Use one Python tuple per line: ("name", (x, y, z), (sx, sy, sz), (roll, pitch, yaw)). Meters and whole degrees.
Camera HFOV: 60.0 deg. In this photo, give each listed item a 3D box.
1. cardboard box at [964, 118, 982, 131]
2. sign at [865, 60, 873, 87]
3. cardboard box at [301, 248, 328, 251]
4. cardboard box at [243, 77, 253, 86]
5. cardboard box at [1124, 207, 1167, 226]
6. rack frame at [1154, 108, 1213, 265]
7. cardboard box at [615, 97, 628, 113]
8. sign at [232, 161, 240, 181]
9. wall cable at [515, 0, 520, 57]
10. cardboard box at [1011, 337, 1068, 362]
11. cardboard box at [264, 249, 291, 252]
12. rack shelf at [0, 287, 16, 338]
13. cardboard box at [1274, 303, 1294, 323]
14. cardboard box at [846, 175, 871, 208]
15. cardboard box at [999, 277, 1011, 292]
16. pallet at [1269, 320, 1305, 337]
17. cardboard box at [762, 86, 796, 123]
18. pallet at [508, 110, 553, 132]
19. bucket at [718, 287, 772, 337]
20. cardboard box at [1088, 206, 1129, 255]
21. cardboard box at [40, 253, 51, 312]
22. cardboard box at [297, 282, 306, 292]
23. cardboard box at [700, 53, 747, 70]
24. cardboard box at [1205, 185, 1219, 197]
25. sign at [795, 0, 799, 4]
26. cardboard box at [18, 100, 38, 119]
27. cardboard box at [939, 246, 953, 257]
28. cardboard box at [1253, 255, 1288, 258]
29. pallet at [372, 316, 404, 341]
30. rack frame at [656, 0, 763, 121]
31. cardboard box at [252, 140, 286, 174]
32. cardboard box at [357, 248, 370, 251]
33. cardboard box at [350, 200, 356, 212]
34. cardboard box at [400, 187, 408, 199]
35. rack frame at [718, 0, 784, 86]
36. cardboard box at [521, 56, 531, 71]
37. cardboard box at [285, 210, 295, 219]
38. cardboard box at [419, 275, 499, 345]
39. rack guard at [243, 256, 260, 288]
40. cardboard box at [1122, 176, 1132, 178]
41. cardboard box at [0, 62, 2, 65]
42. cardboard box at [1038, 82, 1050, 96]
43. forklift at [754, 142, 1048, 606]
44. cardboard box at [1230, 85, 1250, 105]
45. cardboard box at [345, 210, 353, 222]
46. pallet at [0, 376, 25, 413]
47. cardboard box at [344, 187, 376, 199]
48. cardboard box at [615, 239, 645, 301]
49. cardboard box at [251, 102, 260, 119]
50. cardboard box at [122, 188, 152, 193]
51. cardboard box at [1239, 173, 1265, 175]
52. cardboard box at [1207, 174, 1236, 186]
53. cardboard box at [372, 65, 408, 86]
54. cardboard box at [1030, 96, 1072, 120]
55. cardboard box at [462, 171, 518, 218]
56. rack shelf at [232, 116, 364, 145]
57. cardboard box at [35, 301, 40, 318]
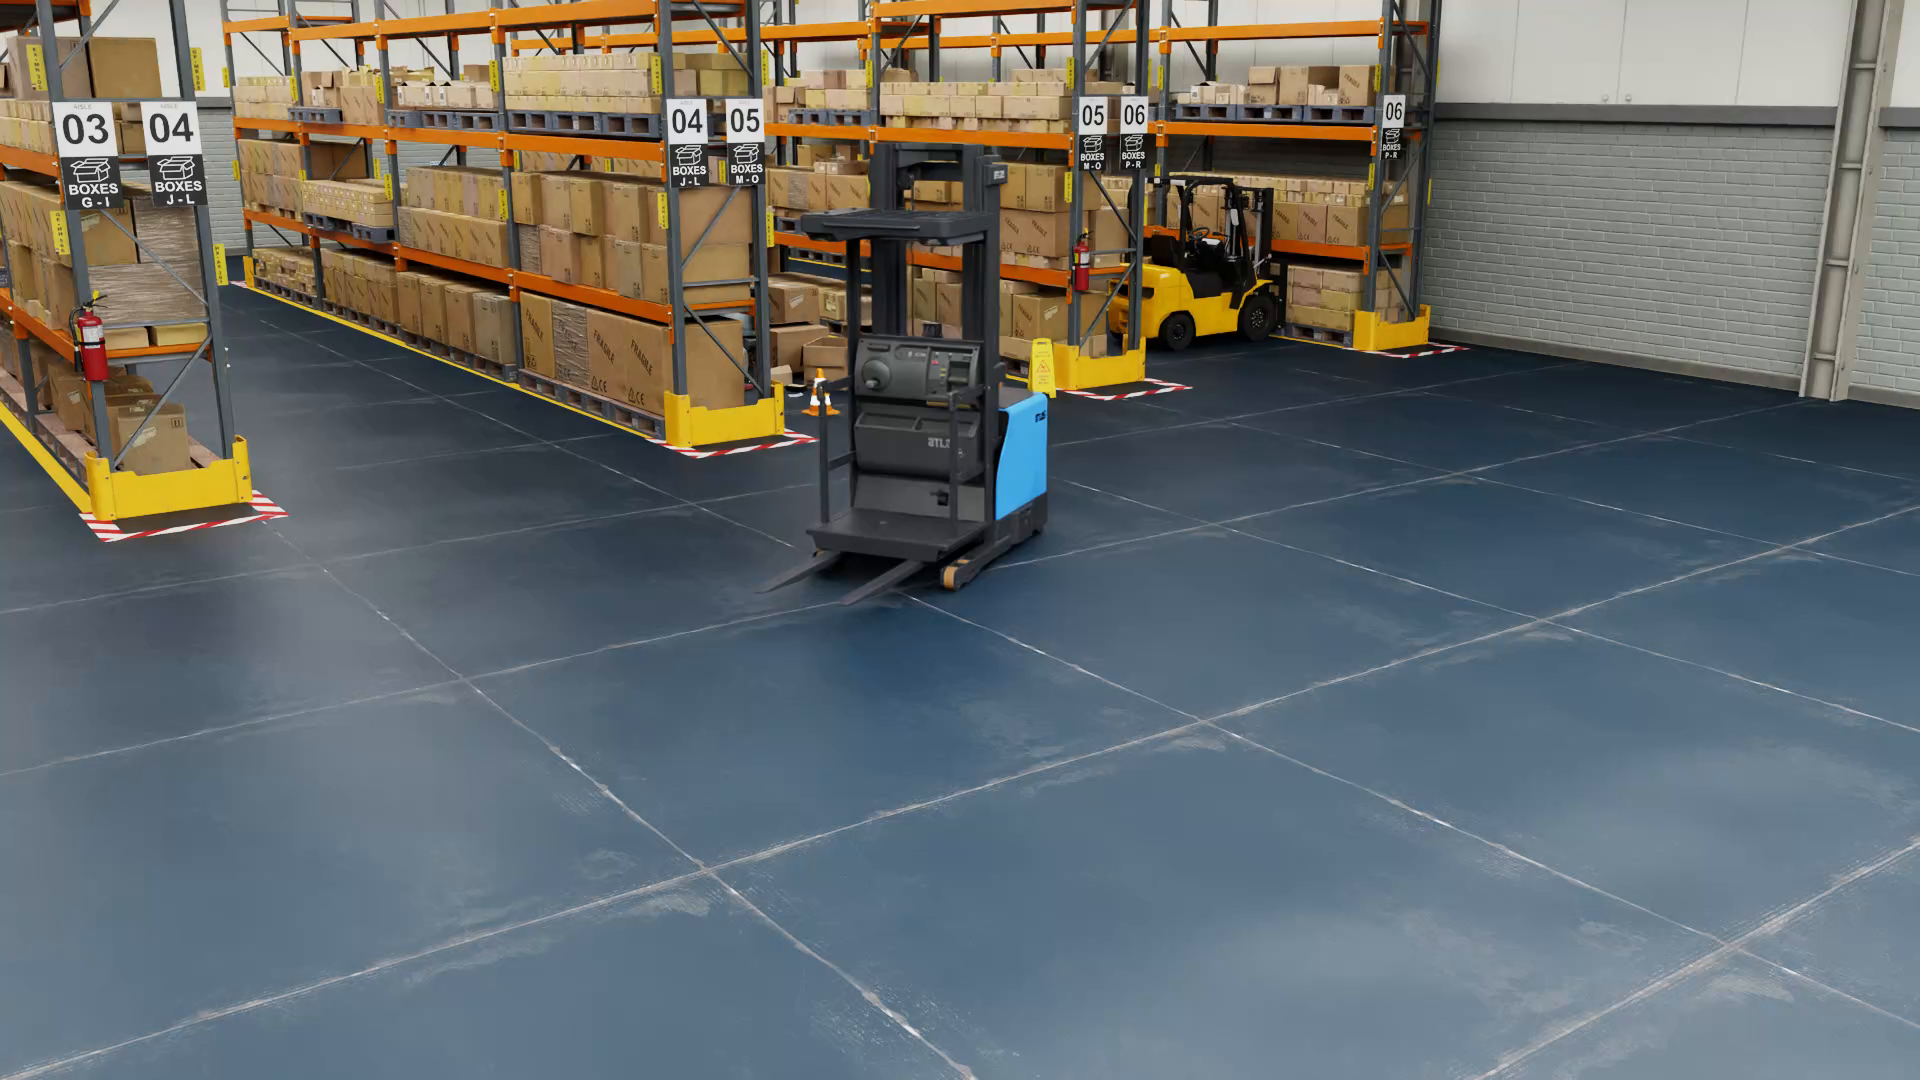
("cardboard box", (0.275, -4.919, 19.661), (0.380, 0.149, 0.250), (-11, 19, -35))
("sign", (-1.149, -5.893, 21.018), (0.100, 0.325, 0.005), (-11, 19, -35))
("cardboard box", (-10.830, -4.809, 27.942), (0.380, 0.149, 0.250), (-11, 19, -36))
("cardboard box", (-11.318, -7.391, 26.799), (0.380, 0.149, 0.250), (-11, 19, -34))
("cardboard box", (2.803, -4.860, 24.934), (0.500, 0.250, 0.500), (-10, 18, -33))
("rack frame", (3.311, -4.865, 24.670), (1.000, 3.000, 0.127), (-11, 19, -35))
("cardboard box", (-3.063, -4.153, 15.878), (0.380, 0.149, 0.250), (-11, 19, -34))
("sign", (-12.141, -6.200, 27.906), (0.100, 0.325, 0.005), (-11, 19, -35))
("wall cable", (-8.445, -11.279, 36.670), (2.988, 3.039, 0.133), (-11, 19, -35))
("cardboard box", (0.943, -2.252, 19.535), (0.500, 0.250, 0.500), (-11, 19, -35))
("cardboard box", (-11.410, -4.776, 27.822), (0.380, 0.149, 0.250), (-10, 18, -34))
("rack shelf", (-9.894, -2.636, 17.887), (1.077, 0.370, 4.000), (-11, 19, -35))
("cardboard box", (4.559, -3.154, 22.833), (0.500, 0.250, 0.500), (-11, 19, -34))
("cardboard box", (-1.159, -4.551, 21.974), (0.500, 0.500, 0.500), (-11, 19, -36))
("cardboard box", (0.552, -3.043, 19.777), (0.380, 0.149, 0.250), (-10, 18, -34))
("pallet", (4.466, -3.083, 23.441), (1.003, 0.211, 1.213), (-11, 19, -35))
("cardboard box", (-2.505, -6.239, 23.818), (0.700, 0.500, 0.500), (-11, 19, -35))
("pallet", (-4.174, -4.532, 17.937), (1.003, 0.211, 1.213), (-11, 19, -35))
("bucket", (-2.702, -2.787, 20.398), (0.726, 0.611, 0.620), (-4, 6, -15))
("cardboard box", (1.596, -3.576, 19.205), (0.500, 0.500, 0.500), (-11, 19, -35))
("cardboard box", (-7.318, -2.217, 14.240), (0.875, 0.500, 0.500), (-11, 19, -35))
("cardboard box", (-10.149, -3.985, 26.060), (0.380, 0.149, 0.250), (-12, 19, -36))
("cardboard box", (-2.234, -4.531, 15.749), (0.380, 0.149, 0.250), (-11, 19, -34))
("cardboard box", (3.700, -4.947, 23.550), (0.380, 0.149, 0.250), (-10, 18, -33))
("sign", (-3.284, -10.930, 33.394), (0.100, 0.325, 0.005), (-11, 19, -35))
("cardboard box", (-7.541, -3.558, 13.741), (0.380, 0.149, 0.250), (-12, 19, -37))
("cardboard box", (-0.032, -3.581, 20.454), (0.380, 0.149, 0.250), (-11, 19, -34))
("cardboard box", (4.353, -3.933, 23.782), (0.500, 0.250, 0.500), (-11, 19, -34))
("pallet", (-7.457, -2.980, 23.065), (1.003, 0.211, 1.213), (-11, 19, -35))
("rack frame", (-2.295, -5.343, 15.053), (1.000, 3.000, 0.127), (-11, 19, -35))
("cardboard box", (-11.063, -6.182, 26.834), (0.500, 0.500, 0.500), (-11, 19, -36))
("cardboard box", (-8.708, -4.251, 24.945), (0.500, 0.250, 0.500), (-11, 19, -36))
("cardboard box", (-8.119, -4.584, 22.759), (0.380, 0.149, 0.250), (-11, 19, -34))
("cardboard box", (-7.570, -4.822, 23.065), (0.380, 0.149, 0.250), (-12, 19, -37))
("rack frame", (-3.054, -7.842, 24.180), (1.000, 3.000, 0.127), (-11, 19, -35))
("cardboard box", (-4.408, -5.026, 17.556), (0.380, 0.149, 0.250), (-11, 19, -35))
("cardboard box", (-10.372, -5.132, 26.122), (0.380, 0.149, 0.250), (-12, 19, -37))
("cardboard box", (-6.197, -2.945, 21.122), (1.050, 0.750, 0.750), (-11, 19, -34))
("rack guard", (-11.658, -4.644, 28.598), (1.175, 0.500, 0.348), (-11, 19, -35))
("cardboard box", (2.723, -5.562, 25.797), (0.380, 0.149, 0.250), (-11, 19, -35))
("cardboard box", (-10.405, -4.790, 17.578), (0.500, 0.500, 0.500), (-12, 19, -36))
("cardboard box", (1.092, -5.037, 18.582), (0.380, 0.149, 0.250), (-10, 18, -34))
("forklift", (-0.387, -1.200, 11.408), (1.130, 2.935, 3.031), (7, 17, 23))
("cardboard box", (3.938, -6.134, 22.892), (0.396, 0.266, 0.258), (-11, 19, -36))
("cardboard box", (-8.260, -4.493, 22.989), (0.380, 0.149, 0.250), (-12, 19, -37))
("pallet", (-9.899, -1.637, 18.159), (1.003, 0.211, 1.213), (-11, 19, -35))
("cardboard box", (-8.254, -4.779, 22.907), (0.380, 0.149, 0.250), (-11, 19, -35))
("cardboard box", (-2.891, -2.708, 16.506), (0.875, 0.550, 0.550), (-11, 19, -35))
("cardboard box", (-11.026, -6.884, 26.649), (0.500, 0.250, 0.500), (-12, 19, -36))
("cardboard box", (-7.053, -2.750, 14.293), (0.500, 0.500, 0.500), (-11, 19, -35))
("cardboard box", (4.221, -5.190, 23.876), (0.380, 0.149, 0.250), (-11, 19, -36))
("cardboard box", (3.711, -5.090, 23.509), (0.380, 0.149, 0.250), (-10, 18, -33))
("cardboard box", (-7.447, -6.068, 21.744), (0.396, 0.266, 0.258), (-11, 19, -35))
("cardboard box", (1.131, -4.825, 18.562), (0.500, 0.250, 0.500), (-11, 19, -35))
("cardboard box", (-5.544, -4.157, 19.999), (0.700, 0.500, 0.500), (-11, 19, -34))
("rack shelf", (-10.526, -6.539, 26.466), (1.077, 0.370, 4.000), (-11, 19, -35))
("cardboard box", (-8.080, -2.079, 14.965), (0.380, 0.149, 0.250), (-11, 19, -35))
